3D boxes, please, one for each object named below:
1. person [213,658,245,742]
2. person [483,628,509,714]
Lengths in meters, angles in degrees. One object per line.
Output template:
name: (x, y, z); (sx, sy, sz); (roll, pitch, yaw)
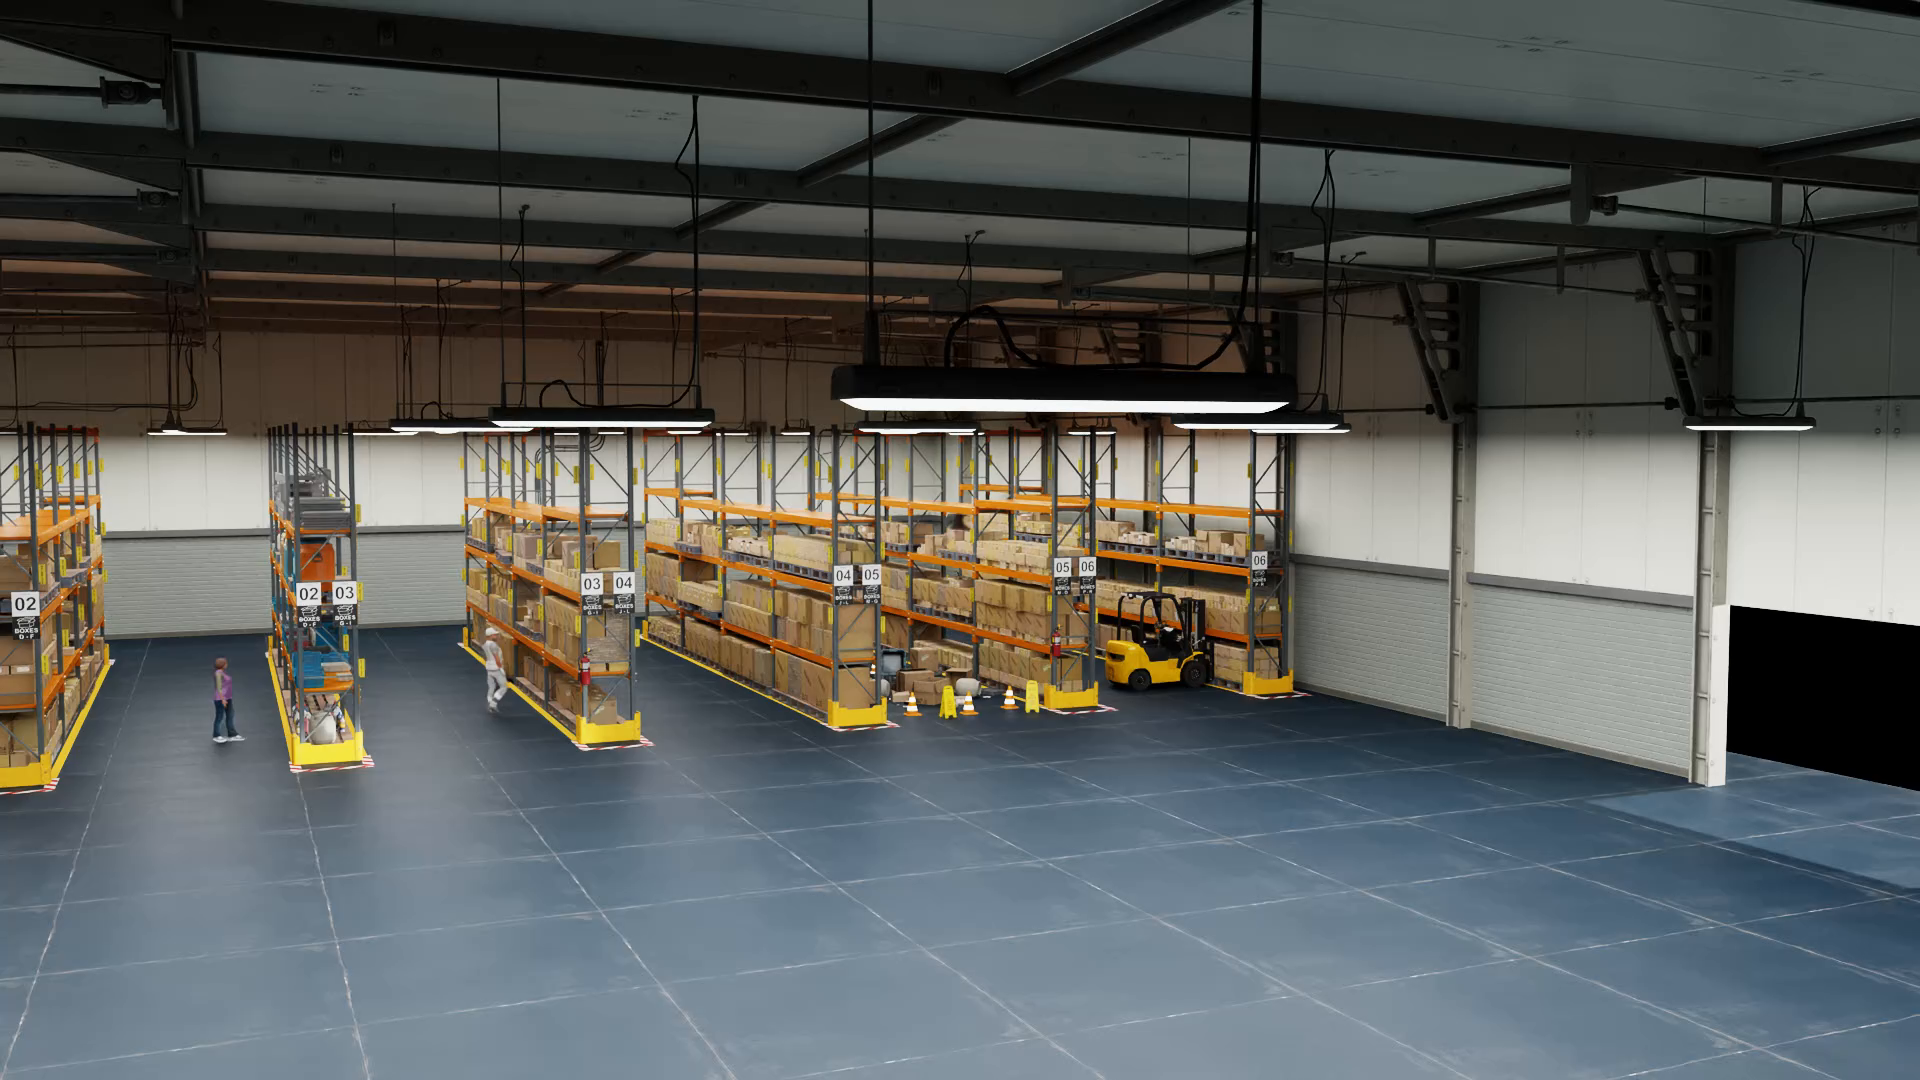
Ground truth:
person: (-13.857, 3.017, 31.352); (0.560, 1.595, 0.432); (1, 4, 9)
person: (-9.659, 2.713, 34.481); (0.428, 1.786, 0.654); (-3, 5, -44)
